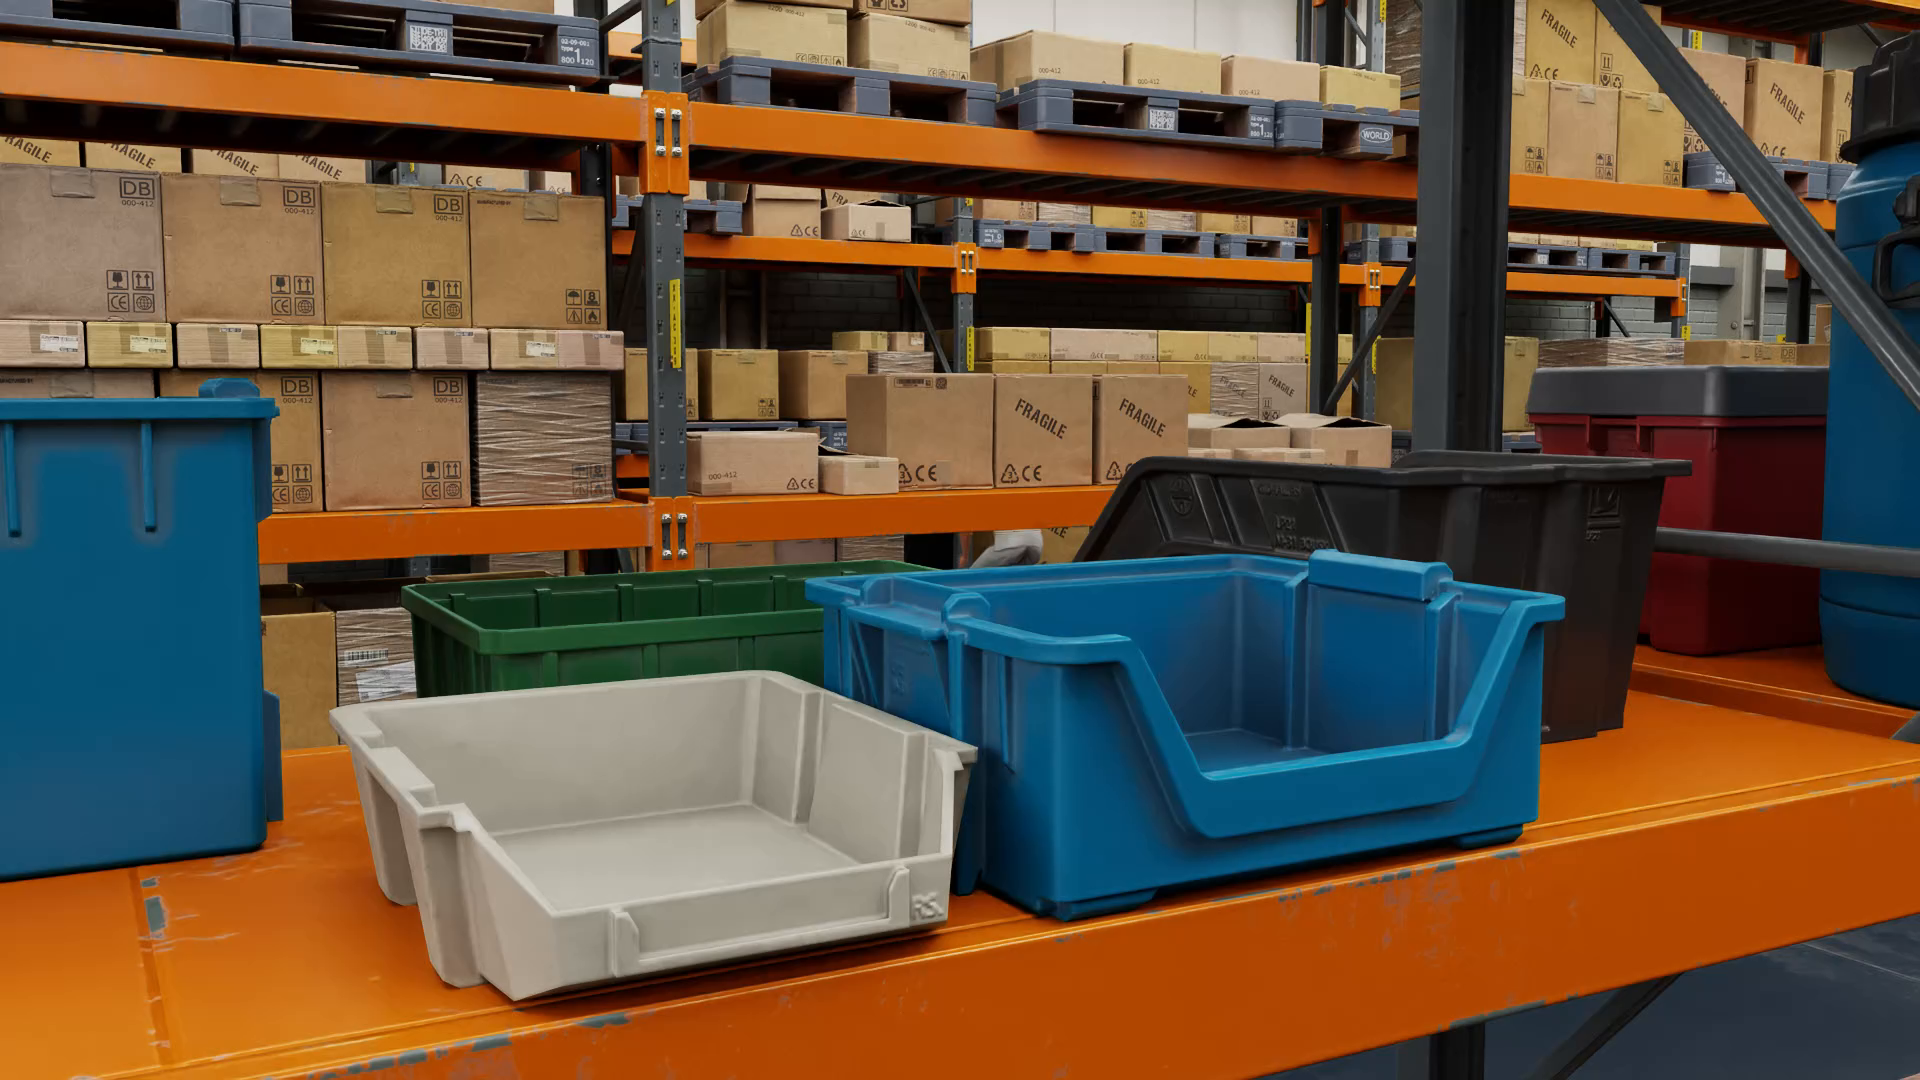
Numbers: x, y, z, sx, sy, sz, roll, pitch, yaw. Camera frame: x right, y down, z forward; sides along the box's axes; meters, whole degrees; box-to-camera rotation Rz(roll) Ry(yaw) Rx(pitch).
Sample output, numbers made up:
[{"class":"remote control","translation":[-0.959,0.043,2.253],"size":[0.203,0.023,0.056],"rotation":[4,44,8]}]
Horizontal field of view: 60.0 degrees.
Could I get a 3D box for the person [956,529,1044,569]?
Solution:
[{"class":"person","translation":[0.255,0.079,11.198],"size":[0.490,1.304,0.682],"rotation":[-3,6,-29]}]
